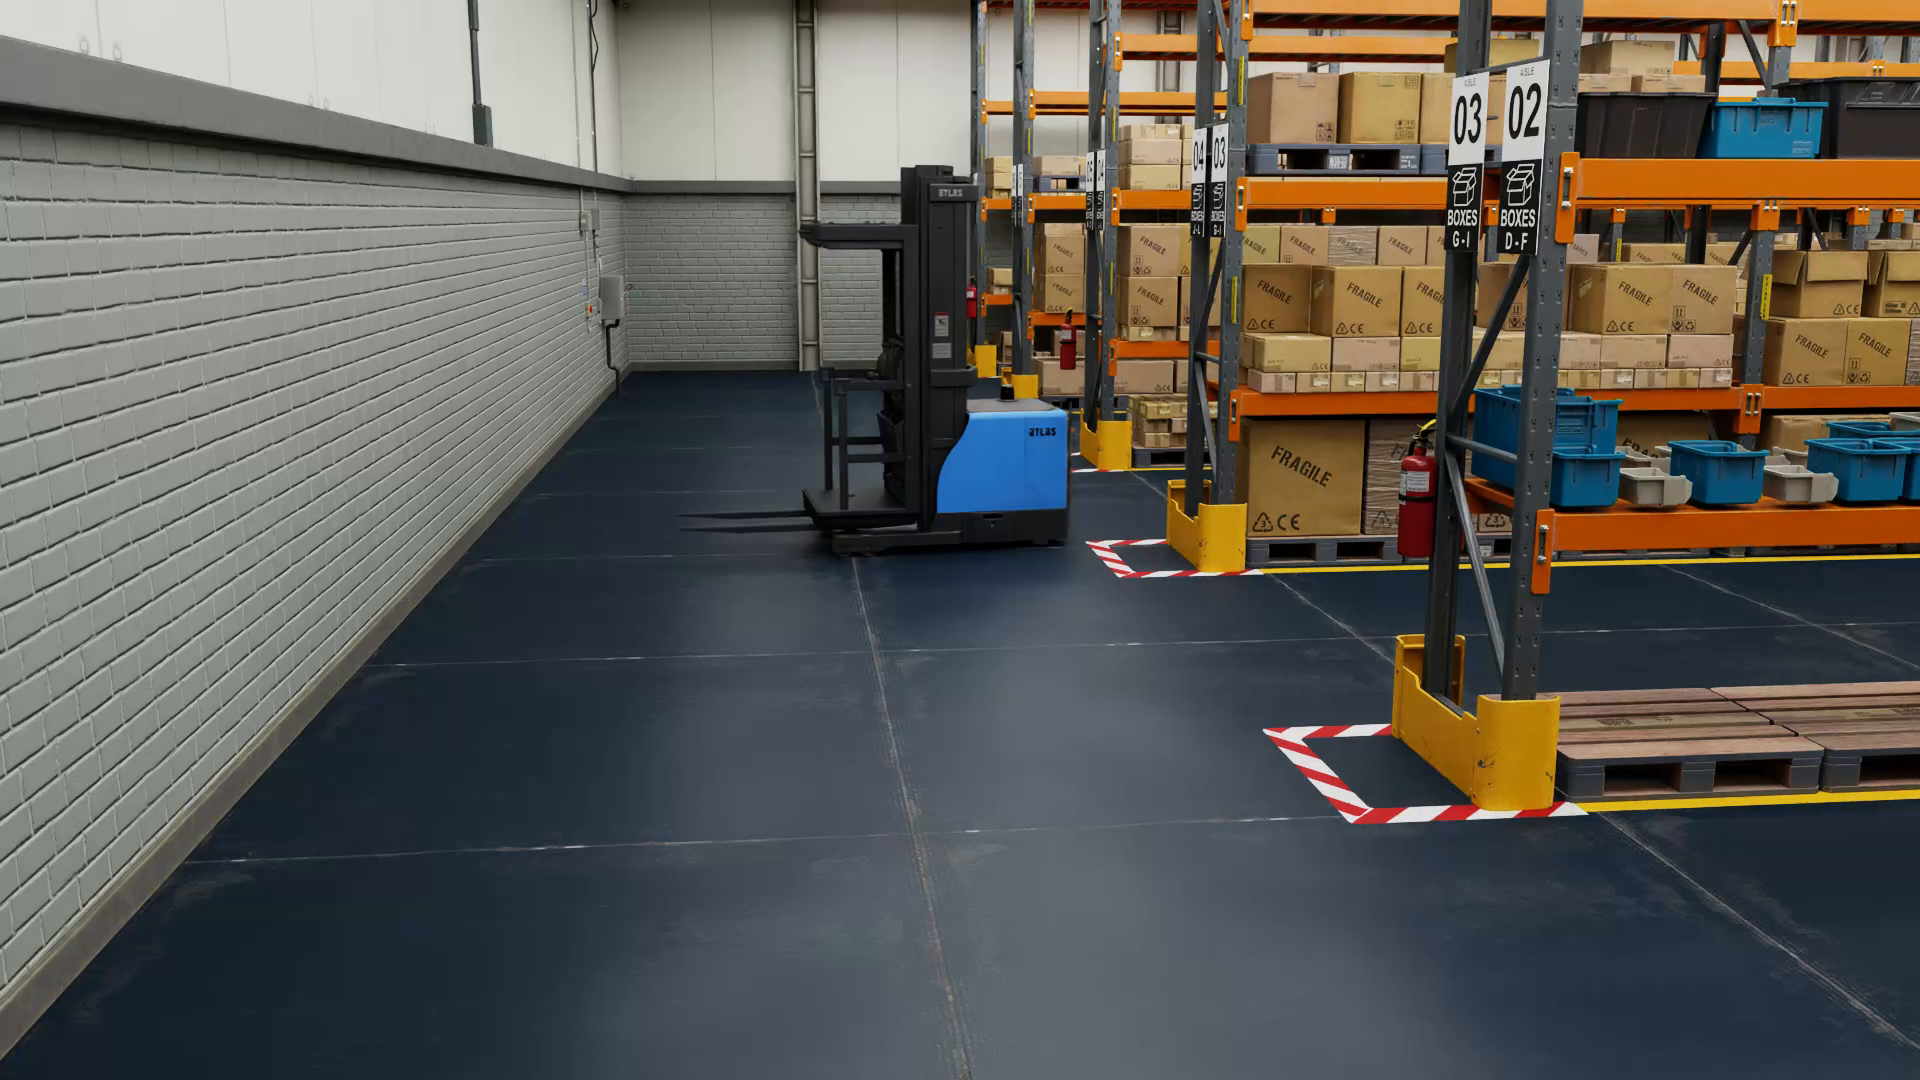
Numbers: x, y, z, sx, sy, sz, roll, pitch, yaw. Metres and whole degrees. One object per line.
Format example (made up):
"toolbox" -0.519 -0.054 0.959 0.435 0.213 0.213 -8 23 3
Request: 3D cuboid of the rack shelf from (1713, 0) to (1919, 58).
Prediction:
"rack shelf" 7.856 -3.866 12.608 4.000 0.370 1.077 -1 11 -6

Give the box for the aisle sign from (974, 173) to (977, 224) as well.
"aisle sign" 0.245 -5.417 26.407 0.004 0.787 0.394 -1 11 -6

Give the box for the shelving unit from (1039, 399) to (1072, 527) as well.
"shelving unit" 0.794 -0.643 13.918 0.215 1.050 0.252 -3 12 -15

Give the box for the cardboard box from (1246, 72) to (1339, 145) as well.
"cardboard box" 2.402 -3.144 12.202 0.500 0.500 0.700 -2 11 -10

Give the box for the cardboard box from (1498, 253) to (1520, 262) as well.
"cardboard box" 7.285 -3.871 22.433 0.500 0.500 0.500 -1 11 -6

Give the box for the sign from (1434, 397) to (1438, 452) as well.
"sign" 2.351 -0.582 8.131 0.005 0.325 0.100 -1 11 -6

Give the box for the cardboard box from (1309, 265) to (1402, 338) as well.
"cardboard box" 2.895 -1.756 12.197 0.500 0.500 0.500 -1 11 -7

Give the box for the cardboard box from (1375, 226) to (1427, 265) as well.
"cardboard box" 4.481 -2.996 17.208 0.500 0.500 0.500 -2 11 -8

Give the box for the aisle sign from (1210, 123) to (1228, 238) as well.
"aisle sign" 1.852 -2.563 11.892 0.004 0.787 0.394 -1 11 -6

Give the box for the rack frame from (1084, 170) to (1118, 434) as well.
"rack frame" 1.456 -2.300 17.292 0.127 3.000 1.000 -1 11 -6

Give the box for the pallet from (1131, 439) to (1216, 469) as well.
"pallet" 2.343 -0.944 17.621 1.213 0.211 1.003 -1 11 -6

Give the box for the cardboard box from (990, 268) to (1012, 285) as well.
"cardboard box" 0.761 -4.229 26.723 0.500 0.250 0.500 -1 11 -6

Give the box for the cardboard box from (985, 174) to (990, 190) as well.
"cardboard box" 0.694 -5.805 26.961 0.500 0.250 0.500 -1 11 -7

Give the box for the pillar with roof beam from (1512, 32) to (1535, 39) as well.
"pillar with roof beam" 9.898 -6.684 24.039 0.548 9.000 9.100 -1 11 -6

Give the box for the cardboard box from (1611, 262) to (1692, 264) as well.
"cardboard box" 5.364 -1.910 12.979 0.500 0.500 0.500 -1 11 -6

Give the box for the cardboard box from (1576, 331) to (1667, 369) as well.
"cardboard box" 4.943 -1.432 12.493 0.500 0.250 0.500 -1 11 -4

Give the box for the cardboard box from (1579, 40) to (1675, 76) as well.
"cardboard box" 4.932 -3.556 12.352 0.500 0.250 0.500 -2 11 -10

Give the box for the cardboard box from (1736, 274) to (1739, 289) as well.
"cardboard box" 7.956 -2.723 17.463 0.250 0.149 0.380 -1 11 -6

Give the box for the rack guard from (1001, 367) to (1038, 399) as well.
"rack guard" 0.797 -2.020 22.349 0.348 0.500 1.175 -1 11 -6

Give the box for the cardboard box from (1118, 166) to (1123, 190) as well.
"cardboard box" 1.880 -3.759 17.324 0.500 0.250 0.500 -1 11 -7

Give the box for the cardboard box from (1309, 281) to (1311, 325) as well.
"cardboard box" 3.456 -2.487 17.213 0.500 0.500 0.500 -1 11 -8

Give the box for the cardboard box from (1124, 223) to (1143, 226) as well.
"cardboard box" 2.243 -4.087 21.847 0.250 0.149 0.380 -1 11 -6

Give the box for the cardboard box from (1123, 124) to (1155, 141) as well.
"cardboard box" 1.803 -4.102 16.743 0.250 0.149 0.380 -1 11 -7

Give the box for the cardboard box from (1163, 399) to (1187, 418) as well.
"cardboard box" 2.275 -1.374 17.340 0.250 0.149 0.380 -1 11 -5

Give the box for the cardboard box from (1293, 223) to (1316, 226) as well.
"cardboard box" 4.526 -4.121 22.022 0.250 0.149 0.380 -1 11 -7

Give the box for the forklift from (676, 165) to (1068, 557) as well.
"forklift" -0.719 -1.421 12.997 3.031 2.935 1.130 -2 11 -11

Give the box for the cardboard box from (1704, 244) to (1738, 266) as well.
"cardboard box" 10.291 -3.805 22.826 0.500 0.500 0.500 -1 11 -5

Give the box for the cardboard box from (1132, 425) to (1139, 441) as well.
"cardboard box" 1.957 -1.158 17.786 0.250 0.149 0.380 -1 11 -5

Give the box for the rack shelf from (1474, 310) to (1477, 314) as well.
"rack shelf" 6.786 -3.019 22.815 4.000 0.370 1.077 -1 11 -6

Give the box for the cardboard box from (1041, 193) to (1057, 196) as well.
"cardboard box" 1.397 -5.508 26.484 0.250 0.149 0.380 -1 11 -5

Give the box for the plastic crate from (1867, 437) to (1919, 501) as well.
"plastic crate" 4.314 -0.320 7.498 0.300 0.233 0.416 -1 11 -6

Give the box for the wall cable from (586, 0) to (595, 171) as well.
"wall cable" -4.882 -6.163 21.388 0.029 3.000 2.355 -1 11 -6

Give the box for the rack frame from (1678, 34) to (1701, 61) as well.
"rack frame" 12.211 -7.393 27.645 0.127 3.000 1.000 -1 11 -6

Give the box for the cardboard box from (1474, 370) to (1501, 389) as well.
"cardboard box" 3.809 -1.200 12.348 0.250 0.149 0.380 -1 11 -8

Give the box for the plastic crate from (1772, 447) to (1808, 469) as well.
"plastic crate" 4.073 -0.372 8.014 0.250 0.136 0.298 -1 11 -6

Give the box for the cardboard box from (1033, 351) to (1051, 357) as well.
"cardboard box" 1.326 -3.002 27.166 0.250 0.149 0.380 -2 11 -8

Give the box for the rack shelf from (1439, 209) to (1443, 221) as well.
"rack shelf" 6.246 -5.443 27.368 4.000 0.370 1.077 -1 11 -6

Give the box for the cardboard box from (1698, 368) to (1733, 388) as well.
"cardboard box" 5.600 -1.238 12.540 0.250 0.149 0.380 -1 11 -6

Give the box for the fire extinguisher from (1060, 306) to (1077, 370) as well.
"fire extinguisher" 1.156 -2.163 17.759 0.183 0.674 0.296 -1 11 -6

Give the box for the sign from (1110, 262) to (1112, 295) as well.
"sign" 1.515 -2.621 16.680 0.005 0.325 0.100 -1 11 -6

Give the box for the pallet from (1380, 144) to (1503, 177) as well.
"pallet" 3.843 -2.819 12.384 1.213 0.211 1.003 -1 11 -6

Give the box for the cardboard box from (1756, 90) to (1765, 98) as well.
"cardboard box" 6.443 -3.171 12.599 0.500 0.500 0.700 -1 11 -5

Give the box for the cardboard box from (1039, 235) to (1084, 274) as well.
"cardboard box" 1.329 -3.742 21.777 0.500 0.500 0.500 -1 11 -7

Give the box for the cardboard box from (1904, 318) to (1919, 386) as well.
"cardboard box" 7.349 -1.462 12.769 0.500 0.500 0.500 -1 11 -7

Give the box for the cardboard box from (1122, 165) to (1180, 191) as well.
"cardboard box" 1.930 -3.659 16.816 0.500 0.250 0.500 -1 11 -4

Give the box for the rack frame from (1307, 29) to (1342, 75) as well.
"rack frame" 4.798 -6.274 21.955 0.127 3.000 1.000 -1 11 -6

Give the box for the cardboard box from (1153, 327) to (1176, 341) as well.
"cardboard box" 2.062 -2.134 17.098 0.250 0.149 0.380 -1 11 -4

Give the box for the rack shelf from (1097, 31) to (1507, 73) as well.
"rack shelf" 3.444 -4.931 16.995 4.000 0.370 1.077 -1 11 -6

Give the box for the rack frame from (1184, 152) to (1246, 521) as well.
"rack frame" 1.891 -1.347 12.443 0.127 3.000 1.000 -1 11 -6

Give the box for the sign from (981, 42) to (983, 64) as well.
"sign" 0.340 -7.536 25.746 0.005 0.325 0.100 -1 11 -6
